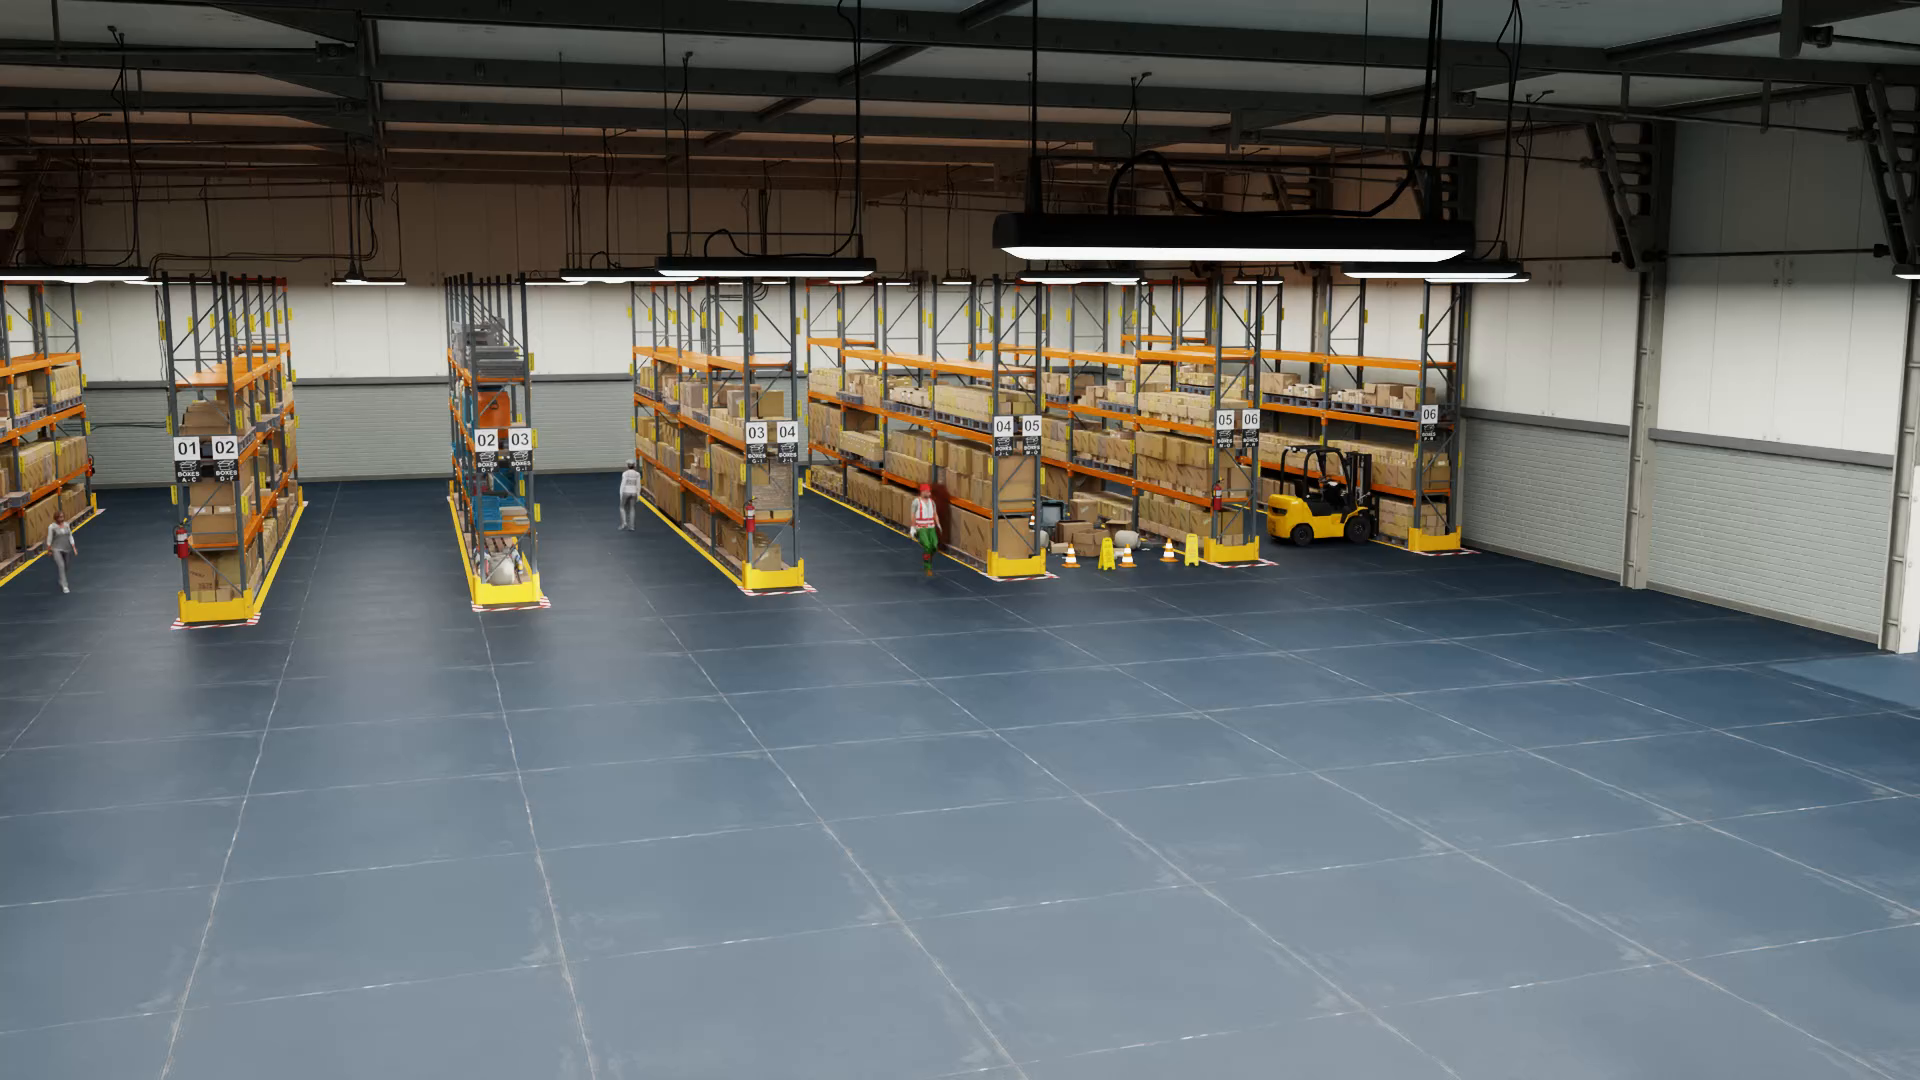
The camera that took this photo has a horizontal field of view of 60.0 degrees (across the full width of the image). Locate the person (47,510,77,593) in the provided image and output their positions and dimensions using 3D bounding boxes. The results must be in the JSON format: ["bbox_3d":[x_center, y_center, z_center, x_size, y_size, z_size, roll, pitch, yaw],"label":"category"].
[{"bbox_3d":[-17.077,0.190,31.580,0.469,1.537,0.980,-8,12,-43],"label":"person"}]

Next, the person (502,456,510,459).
[{"bbox_3d":[-12.790,-2.315,47.482,0.628,1.747,1.036,-5,10,-31],"label":"person"}]

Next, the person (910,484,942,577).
[{"bbox_3d":[-0.604,-0.207,32.657,0.563,1.764,0.676,-6,10,-34],"label":"person"}]

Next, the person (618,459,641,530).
[{"bbox_3d":[-7.873,-1.072,39.556,0.581,1.682,0.382,-4,9,-22],"label":"person"}]
